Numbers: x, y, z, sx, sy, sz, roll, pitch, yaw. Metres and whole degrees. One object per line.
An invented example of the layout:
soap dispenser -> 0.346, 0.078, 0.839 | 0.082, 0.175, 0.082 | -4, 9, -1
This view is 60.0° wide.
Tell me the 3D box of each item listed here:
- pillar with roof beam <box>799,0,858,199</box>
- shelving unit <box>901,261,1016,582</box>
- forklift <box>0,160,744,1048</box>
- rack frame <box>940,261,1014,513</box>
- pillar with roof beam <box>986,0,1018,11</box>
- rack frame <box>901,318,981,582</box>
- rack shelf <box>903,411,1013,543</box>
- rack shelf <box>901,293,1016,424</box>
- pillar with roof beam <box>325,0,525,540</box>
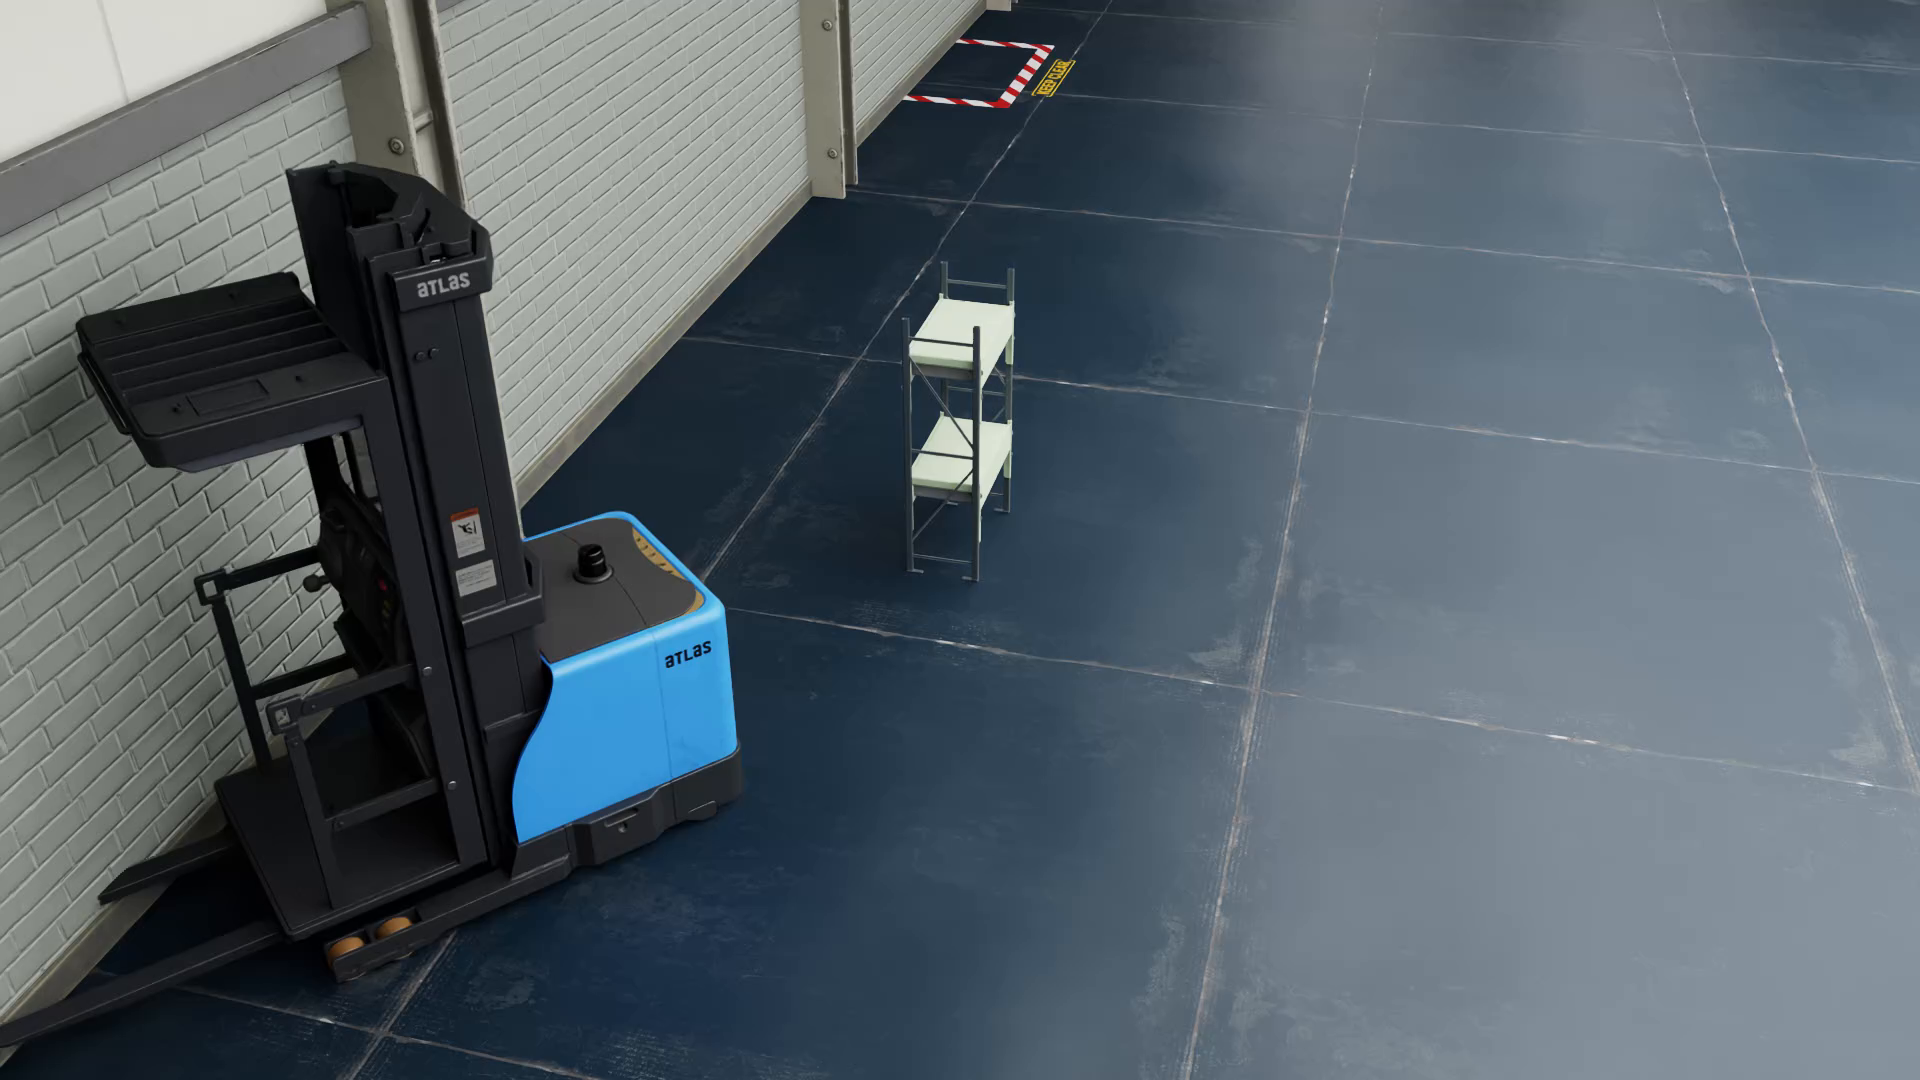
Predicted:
pillar with roof beam -> 3.102, -6.157, 10.618 | 9.100, 9.000, 0.400 | 8, 33, 12
shelving unit -> -0.002, -0.629, 8.912 | 0.431, 1.500, 0.755 | 8, 33, 12
forklift -> -2.465, 0.181, 6.304 | 3.031, 2.935, 1.130 | -21, 38, -29
rack frame -> 0.091, -0.819, 9.211 | 0.400, 1.500, 0.023 | 8, 33, 12
pillar with roof beam -> 4.625, -9.271, 15.515 | 9.100, 9.000, 0.400 | 8, 33, 12
rack frame -> -0.095, -0.440, 8.613 | 0.400, 1.500, 0.023 | 8, 33, 12
rack shelf -> -0.002, -0.354, 9.087 | 0.431, 0.370, 0.720 | 8, 33, 12
rack shelf -> -0.002, -0.959, 8.703 | 0.431, 0.370, 0.720 | 8, 33, 12
pillar with roof beam -> 1.579, -3.044, 5.720 | 9.100, 9.000, 0.400 | 8, 33, 12
